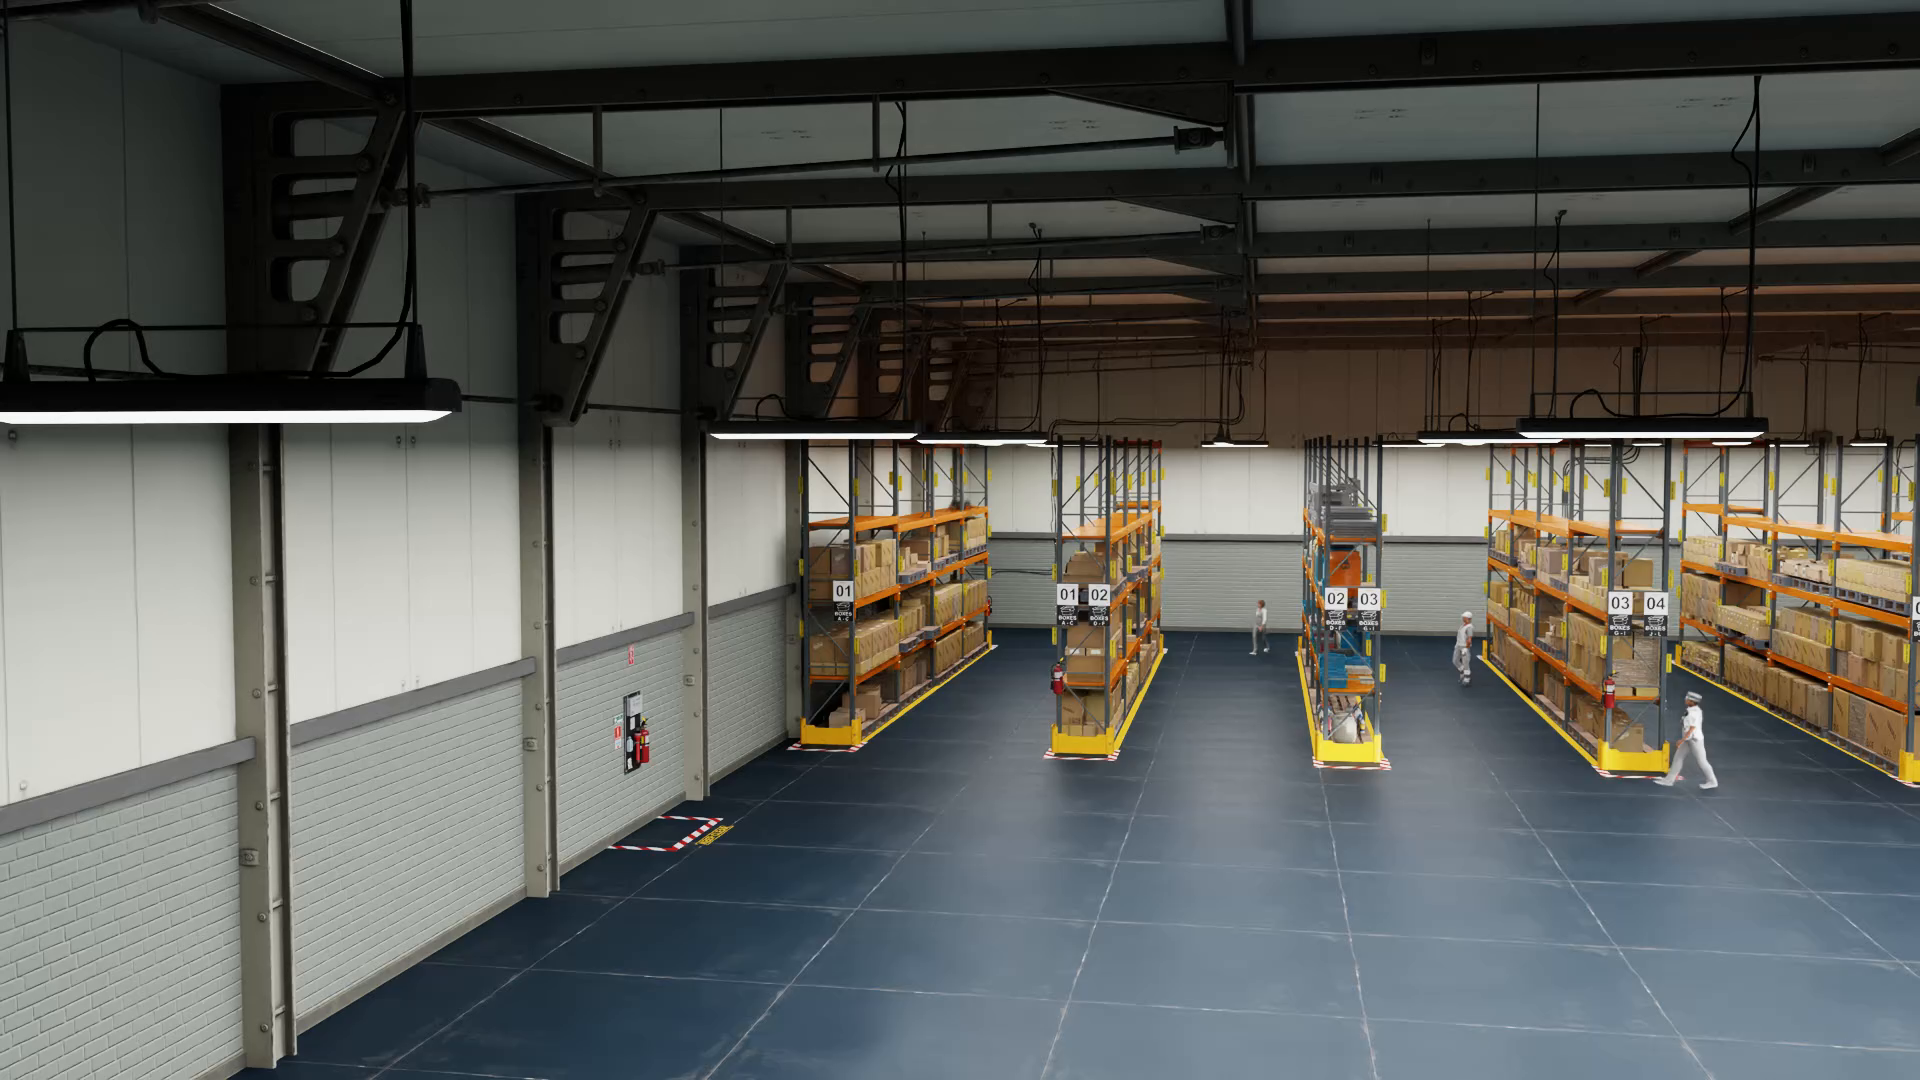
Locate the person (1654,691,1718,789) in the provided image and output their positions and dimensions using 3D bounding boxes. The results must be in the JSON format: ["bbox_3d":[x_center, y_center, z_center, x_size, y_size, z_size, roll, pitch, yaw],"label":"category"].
[{"bbox_3d":[12.266,3.364,28.018,0.971,1.634,0.452,0,3,4],"label":"person"}]

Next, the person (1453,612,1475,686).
[{"bbox_3d":[12.294,2.631,40.568,0.452,1.787,0.645,-1,3,-16],"label":"person"}]

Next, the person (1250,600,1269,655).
[{"bbox_3d":[8.392,2.437,46.420,0.412,1.545,0.903,2,4,32],"label":"person"}]
